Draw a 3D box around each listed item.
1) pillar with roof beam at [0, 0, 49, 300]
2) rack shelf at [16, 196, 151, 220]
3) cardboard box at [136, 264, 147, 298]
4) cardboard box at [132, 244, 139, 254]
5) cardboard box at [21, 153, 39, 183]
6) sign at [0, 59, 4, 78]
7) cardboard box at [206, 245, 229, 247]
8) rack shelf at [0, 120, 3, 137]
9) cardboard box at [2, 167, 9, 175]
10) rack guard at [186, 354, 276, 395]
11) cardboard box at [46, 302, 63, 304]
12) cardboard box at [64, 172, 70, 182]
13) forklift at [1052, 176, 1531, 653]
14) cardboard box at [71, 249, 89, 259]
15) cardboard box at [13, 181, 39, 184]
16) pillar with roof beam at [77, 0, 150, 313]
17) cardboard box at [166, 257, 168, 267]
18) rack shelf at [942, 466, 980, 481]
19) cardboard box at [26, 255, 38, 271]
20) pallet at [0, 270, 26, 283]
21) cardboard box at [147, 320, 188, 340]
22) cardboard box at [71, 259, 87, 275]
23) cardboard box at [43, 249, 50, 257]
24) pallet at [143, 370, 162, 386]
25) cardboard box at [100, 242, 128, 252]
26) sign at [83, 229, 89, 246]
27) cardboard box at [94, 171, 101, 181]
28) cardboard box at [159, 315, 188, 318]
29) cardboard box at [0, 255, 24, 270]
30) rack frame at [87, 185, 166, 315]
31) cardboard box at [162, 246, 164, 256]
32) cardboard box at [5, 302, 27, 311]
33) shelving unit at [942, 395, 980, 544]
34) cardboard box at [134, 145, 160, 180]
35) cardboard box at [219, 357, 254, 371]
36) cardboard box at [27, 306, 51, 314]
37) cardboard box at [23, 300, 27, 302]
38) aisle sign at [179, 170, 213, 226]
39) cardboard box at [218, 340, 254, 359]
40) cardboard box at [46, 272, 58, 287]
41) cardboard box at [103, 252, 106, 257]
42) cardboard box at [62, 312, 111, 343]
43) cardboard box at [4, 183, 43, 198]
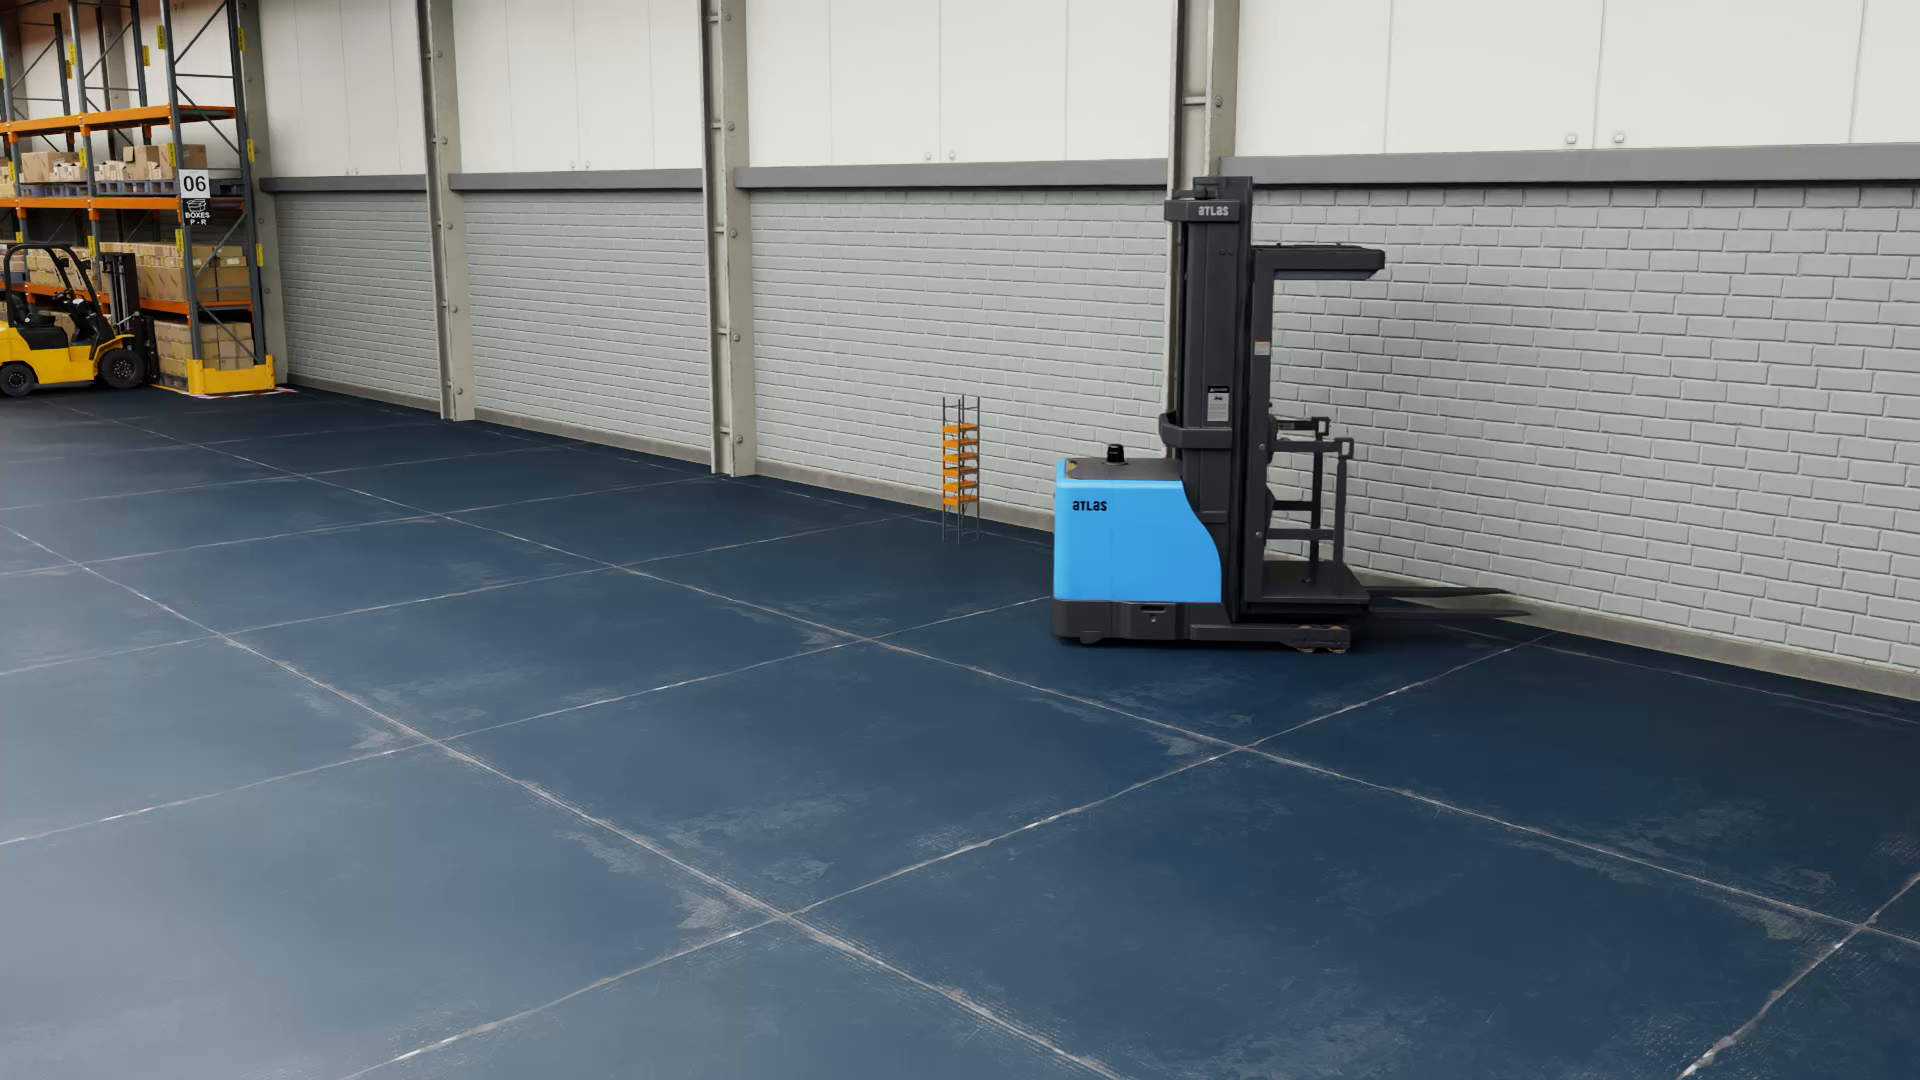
[{"bbox_3d":[-22.031,-8.005,30.463,9.100,9.000,0.548,-11,16,-43],"label":"pillar with roof beam"},{"bbox_3d":[-14.945,-5.680,28.397,1.077,0.370,4.000,-11,16,-43],"label":"rack shelf"},{"bbox_3d":[-12.392,-3.996,25.623,0.500,0.500,0.500,-11,16,-42],"label":"cardboard box"},{"bbox_3d":[-12.611,-4.519,25.820,0.380,0.149,0.250,-11,16,-43],"label":"cardboard box"},{"bbox_3d":[-16.002,-6.488,29.001,0.500,0.500,0.500,-11,16,-42],"label":"cardboard box"},{"bbox_3d":[-16.711,-8.213,28.963,0.100,0.325,0.005,-11,16,-43],"label":"sign"},{"bbox_3d":[-11.227,-4.358,25.040,0.380,0.149,0.250,-10,16,-41],"label":"cardboard box"},{"bbox_3d":[-20.469,-8.315,33.762,1.077,0.370,4.000,-11,16,-43],"label":"rack shelf"},{"bbox_3d":[-17.103,-6.686,30.142,0.250,0.149,0.380,11,16,43],"label":"cardboard box"},{"bbox_3d":[-10.785,-2.460,24.612,1.175,0.500,0.348,-11,16,-43],"label":"rack guard"},{"bbox_3d":[-16.975,-4.394,31.352,0.250,0.149,0.380,11,16,43],"label":"cardboard box"},{"bbox_3d":[-14.543,-5.990,27.455,0.380,0.149,0.250,-11,16,-43],"label":"cardboard box"},{"bbox_3d":[2.127,-0.835,10.702,3.031,2.935,1.130,1,12,4],"label":"forklift"},{"bbox_3d":[-14.695,-4.802,27.931,0.250,0.149,0.380,11,16,44],"label":"cardboard box"},{"bbox_3d":[-16.745,-6.464,29.805,0.380,0.149,0.250,-10,16,-41],"label":"cardboard box"},{"bbox_3d":[-17.887,-7.129,26.213,9.100,9.000,0.548,-11,16,-43],"label":"pillar with roof beam"},{"bbox_3d":[-11.576,-4.146,24.744,0.380,0.149,0.250,-11,16,-42],"label":"cardboard box"},{"bbox_3d":[0.010,-0.542,13.789,0.258,0.103,0.180,-11,16,-43],"label":"rack shelf"},{"bbox_3d":[-16.214,-4.924,29.512,0.500,0.250,0.500,-11,16,-43],"label":"cardboard box"},{"bbox_3d":[-16.845,-4.850,30.496,1.213,0.211,1.003,-11,16,-43],"label":"pallet"},{"bbox_3d":[-12.057,-3.206,25.335,0.500,0.250,0.500,-11,16,-42],"label":"cardboard box"},{"bbox_3d":[-14.448,-4.553,27.710,0.500,0.250,0.500,11,16,44],"label":"cardboard box"},{"bbox_3d":[-15.748,-5.025,29.014,0.380,0.149,0.250,-11,16,-42],"label":"cardboard box"},{"bbox_3d":[-12.198,-2.606,26.036,1.003,0.211,1.213,-11,16,-43],"label":"pallet"},{"bbox_3d":[-13.558,-4.696,26.679,0.380,0.149,0.250,-10,16,-41],"label":"cardboard box"},{"bbox_3d":[-15.927,-5.500,30.305,0.100,0.325,0.005,-11,16,-43],"label":"sign"},{"bbox_3d":[-13.473,-5.764,26.358,0.380,0.149,0.250,-10,16,-41],"label":"cardboard box"},{"bbox_3d":[-12.383,-3.428,26.411,0.500,0.250,0.500,-11,16,-42],"label":"cardboard box"},{"bbox_3d":[-17.288,-5.096,30.545,0.500,0.250,0.500,11,16,42],"label":"cardboard box"},{"bbox_3d":[-13.563,-4.271,27.211,1.000,3.000,0.127,-11,16,-43],"label":"rack frame"},{"bbox_3d":[-11.712,-4.336,24.930,0.380,0.149,0.250,-11,16,-42],"label":"cardboard box"},{"bbox_3d":[-17.745,-4.389,31.325,0.250,0.149,0.380,11,16,42],"label":"cardboard box"},{"bbox_3d":[0.010,-0.586,13.780,0.258,1.200,0.189,-11,16,-43],"label":"shelving unit"},{"bbox_3d":[-11.918,-5.655,24.954,0.700,0.500,0.500,-11,16,-42],"label":"cardboard box"},{"bbox_3d":[-10.999,-2.646,25.092,0.500,0.250,0.500,-11,16,-42],"label":"cardboard box"},{"bbox_3d":[-16.850,-4.191,30.367,0.250,0.149,0.380,11,16,42],"label":"cardboard box"},{"bbox_3d":[-17.919,-4.571,32.212,0.380,0.149,0.250,-10,16,-41],"label":"cardboard box"},{"bbox_3d":[-10.968,-4.910,23.870,0.394,0.787,0.004,-11,16,-43],"label":"aisle sign"},{"bbox_3d":[-10.976,-2.889,25.035,0.500,0.250,0.500,-11,16,-42],"label":"cardboard box"},{"bbox_3d":[-15.492,-4.535,28.860,0.500,0.250,0.500,11,16,43],"label":"cardboard box"},{"bbox_3d":[-13.534,-4.555,26.731,0.380,0.149,0.250,-11,16,-43],"label":"cardboard box"},{"bbox_3d":[-14.983,-3.612,28.856,0.625,0.625,0.875,11,16,43],"label":"cardboard box"},{"bbox_3d":[-16.856,-6.292,29.956,0.500,0.250,0.500,11,16,43],"label":"cardboard box"}]
